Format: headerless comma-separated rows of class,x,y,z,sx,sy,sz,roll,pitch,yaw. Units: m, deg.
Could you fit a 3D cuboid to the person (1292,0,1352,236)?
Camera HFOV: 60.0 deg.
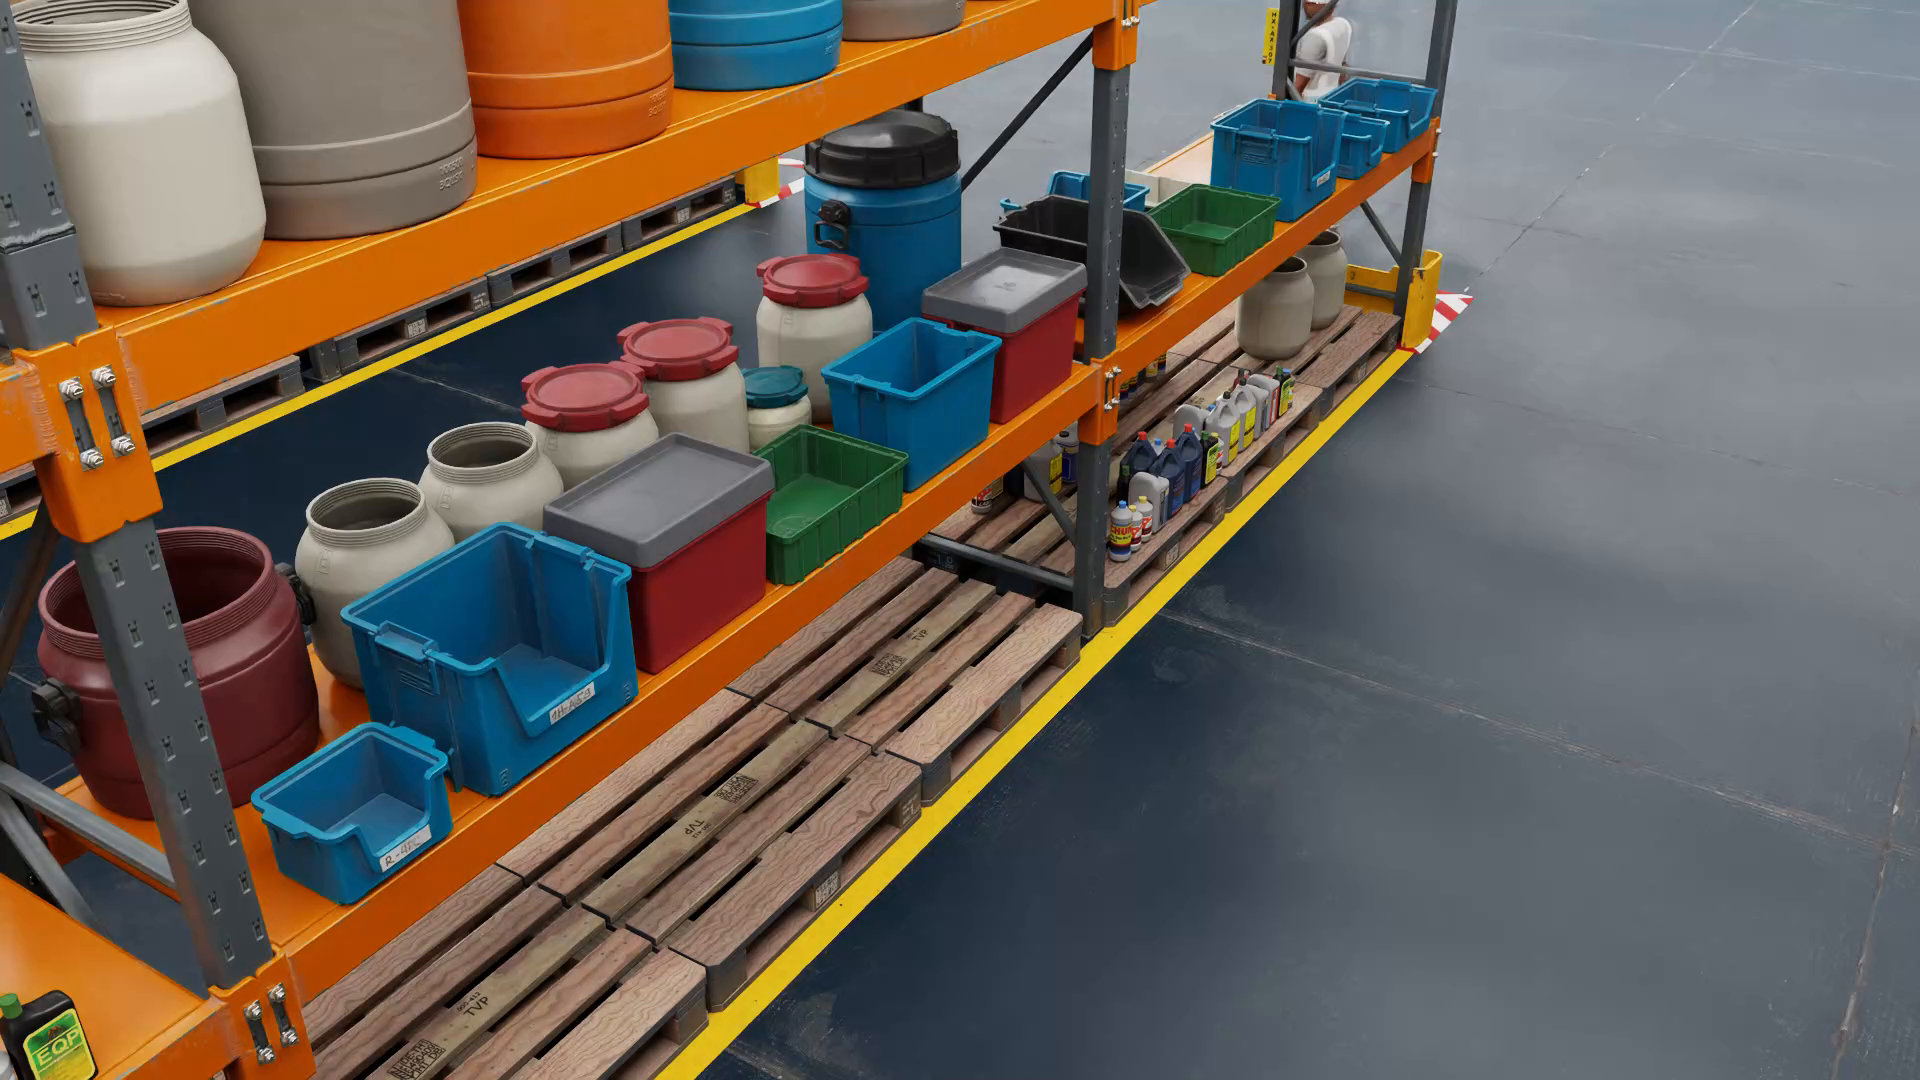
person,2.270,-2.881,11.159,0.787,1.774,0.596,15,33,25
